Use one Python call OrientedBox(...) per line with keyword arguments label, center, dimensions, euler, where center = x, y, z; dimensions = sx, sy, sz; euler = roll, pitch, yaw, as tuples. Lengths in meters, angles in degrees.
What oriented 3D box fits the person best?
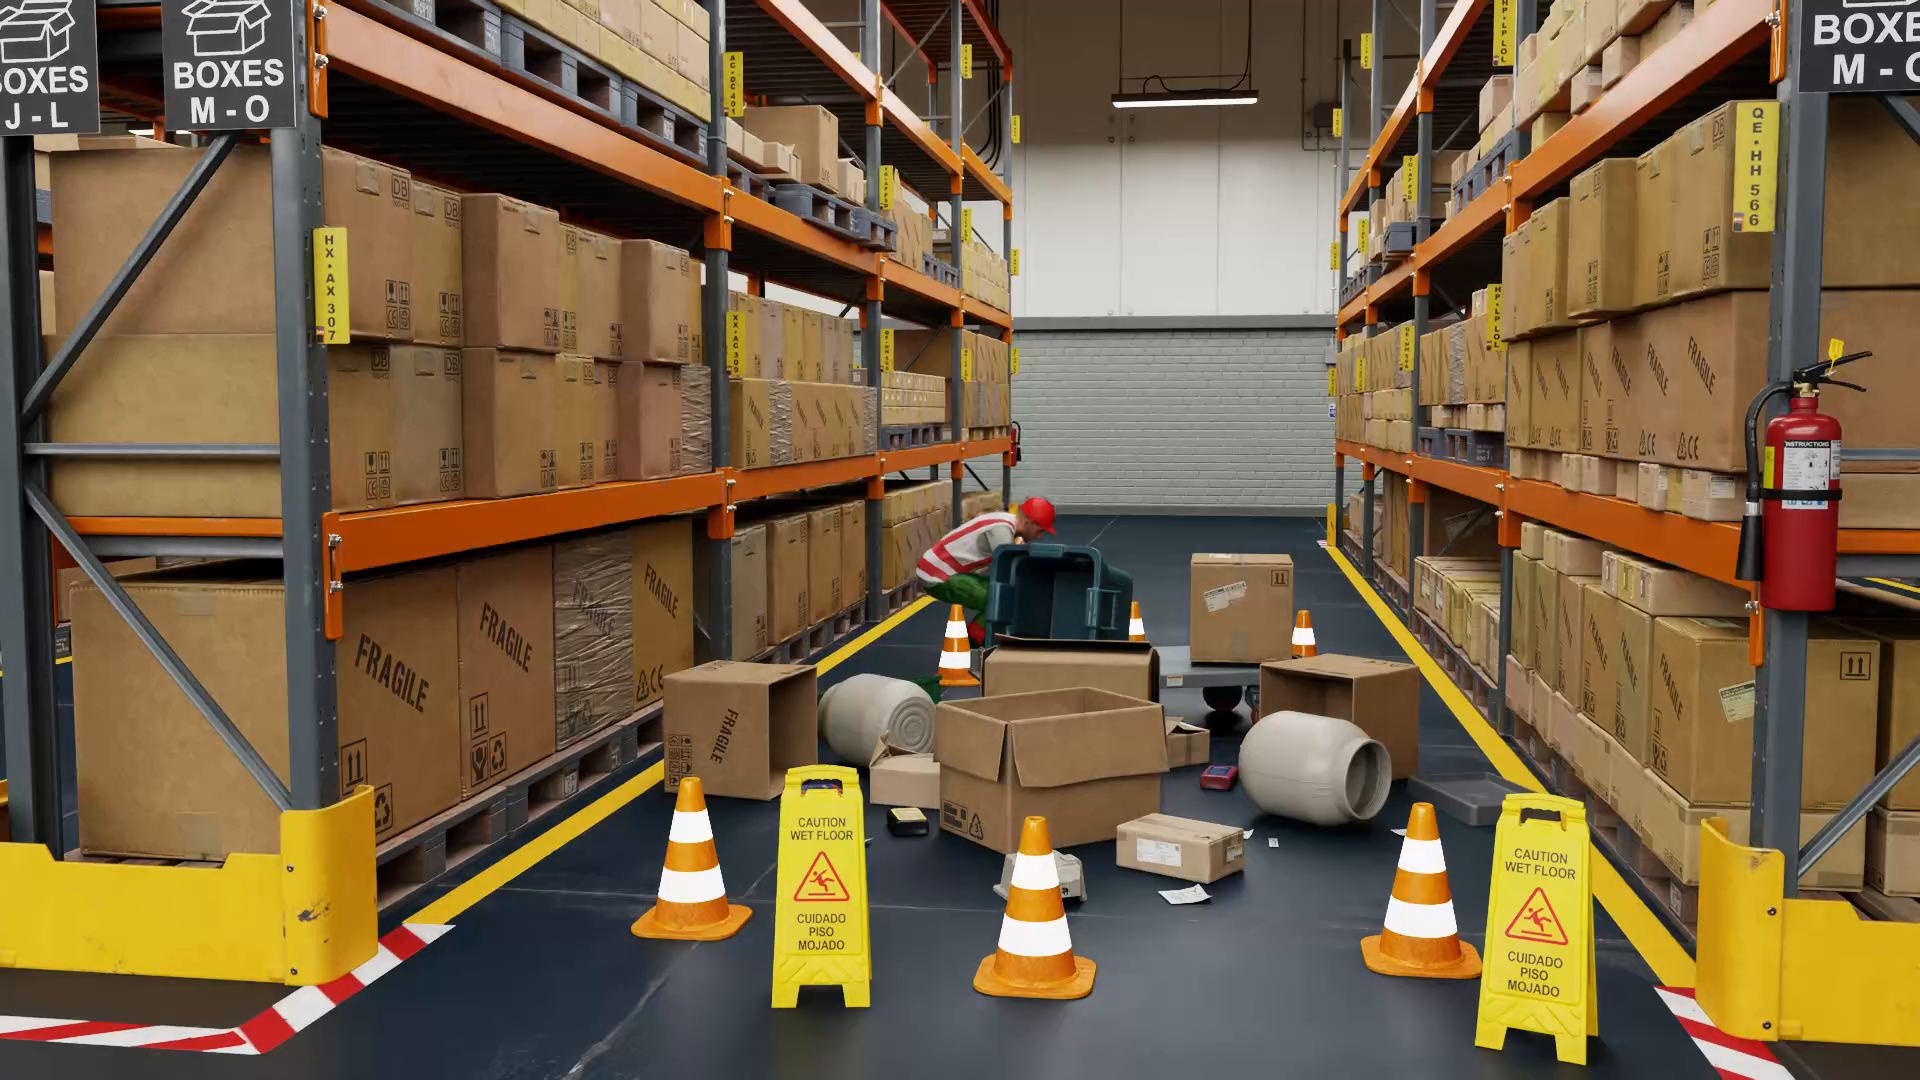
OrientedBox(label="person", center=(0.164, 0.273, 10.441), dimensions=(0.865, 1.091, 0.575), euler=(1, 4, 9))
